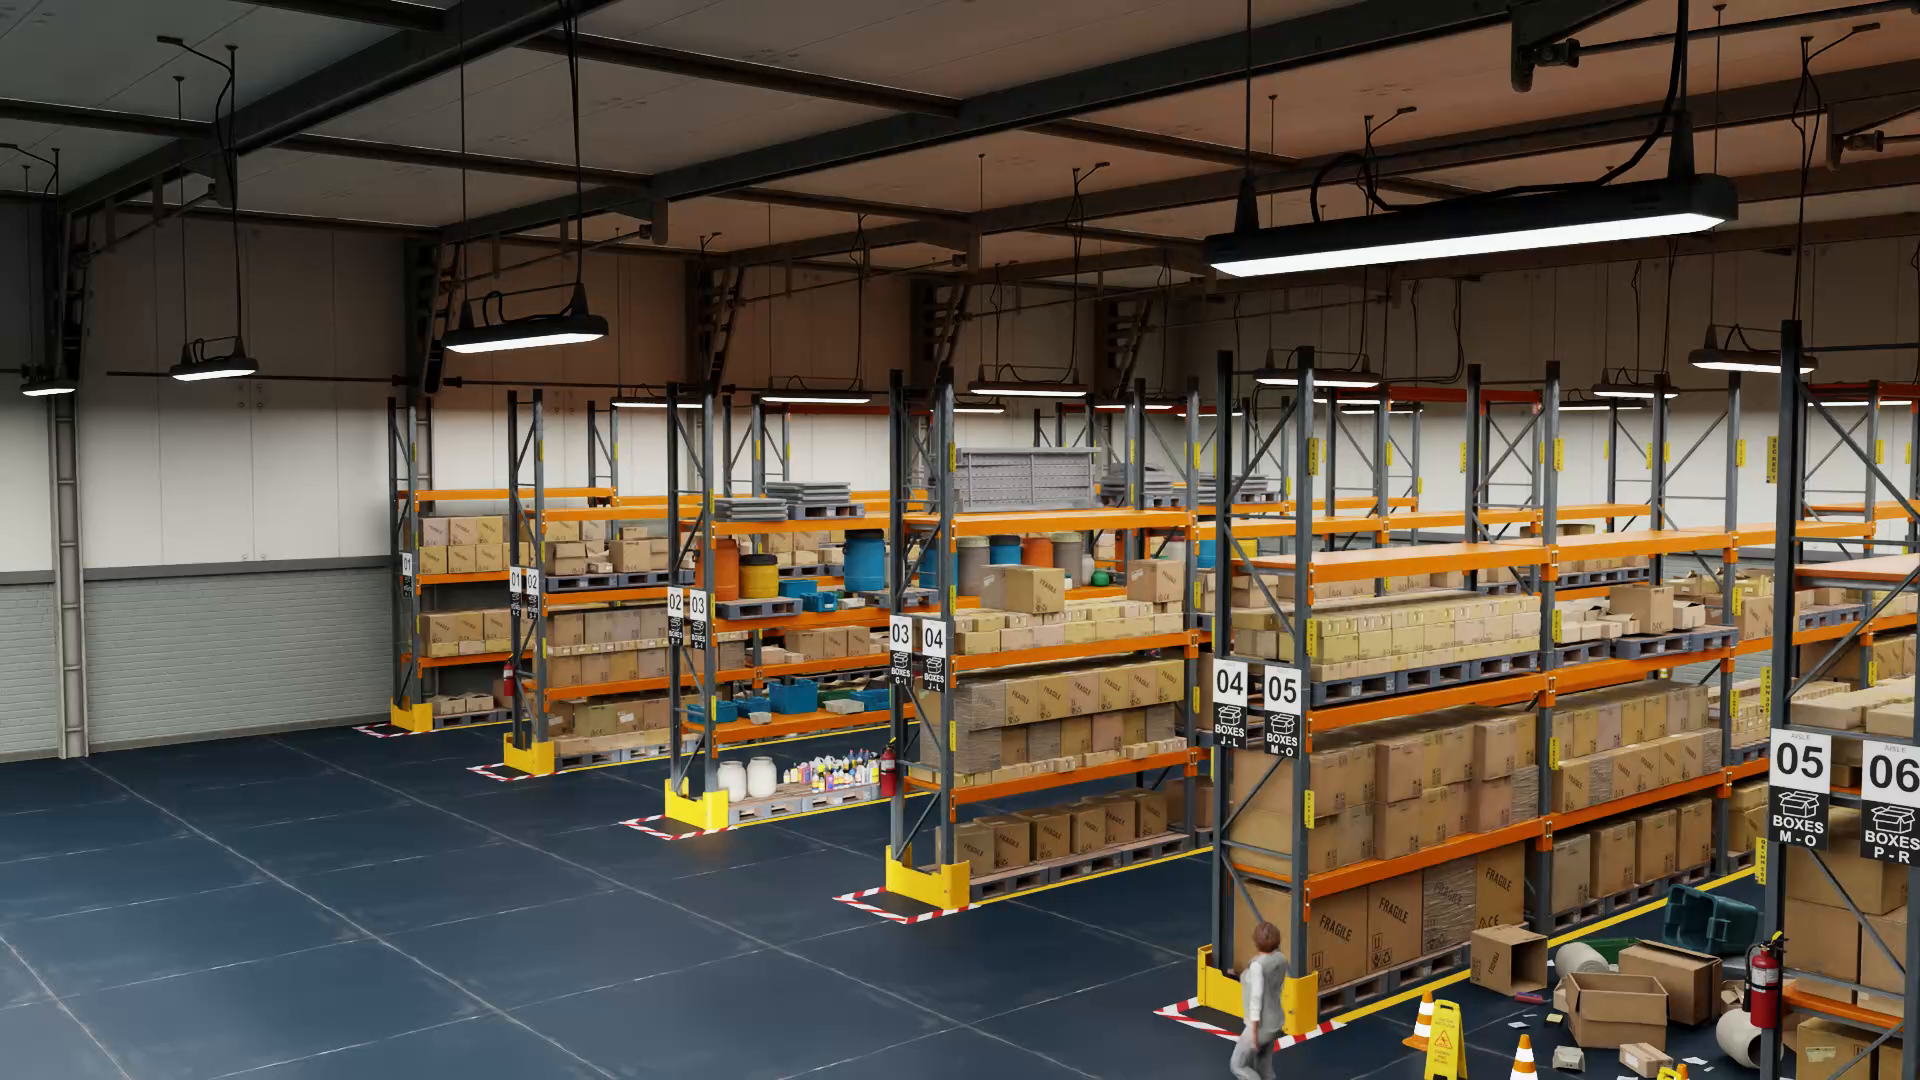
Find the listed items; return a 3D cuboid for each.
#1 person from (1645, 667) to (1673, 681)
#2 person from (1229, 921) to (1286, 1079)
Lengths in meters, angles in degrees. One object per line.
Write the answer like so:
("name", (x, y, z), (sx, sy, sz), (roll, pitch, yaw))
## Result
("person", (12.657, 2.532, 30.189), (0.538, 1.782, 0.587), (-3, 4, -41))
("person", (2.230, 3.630, 12.403), (0.394, 1.601, 0.459), (1, 4, 24))
